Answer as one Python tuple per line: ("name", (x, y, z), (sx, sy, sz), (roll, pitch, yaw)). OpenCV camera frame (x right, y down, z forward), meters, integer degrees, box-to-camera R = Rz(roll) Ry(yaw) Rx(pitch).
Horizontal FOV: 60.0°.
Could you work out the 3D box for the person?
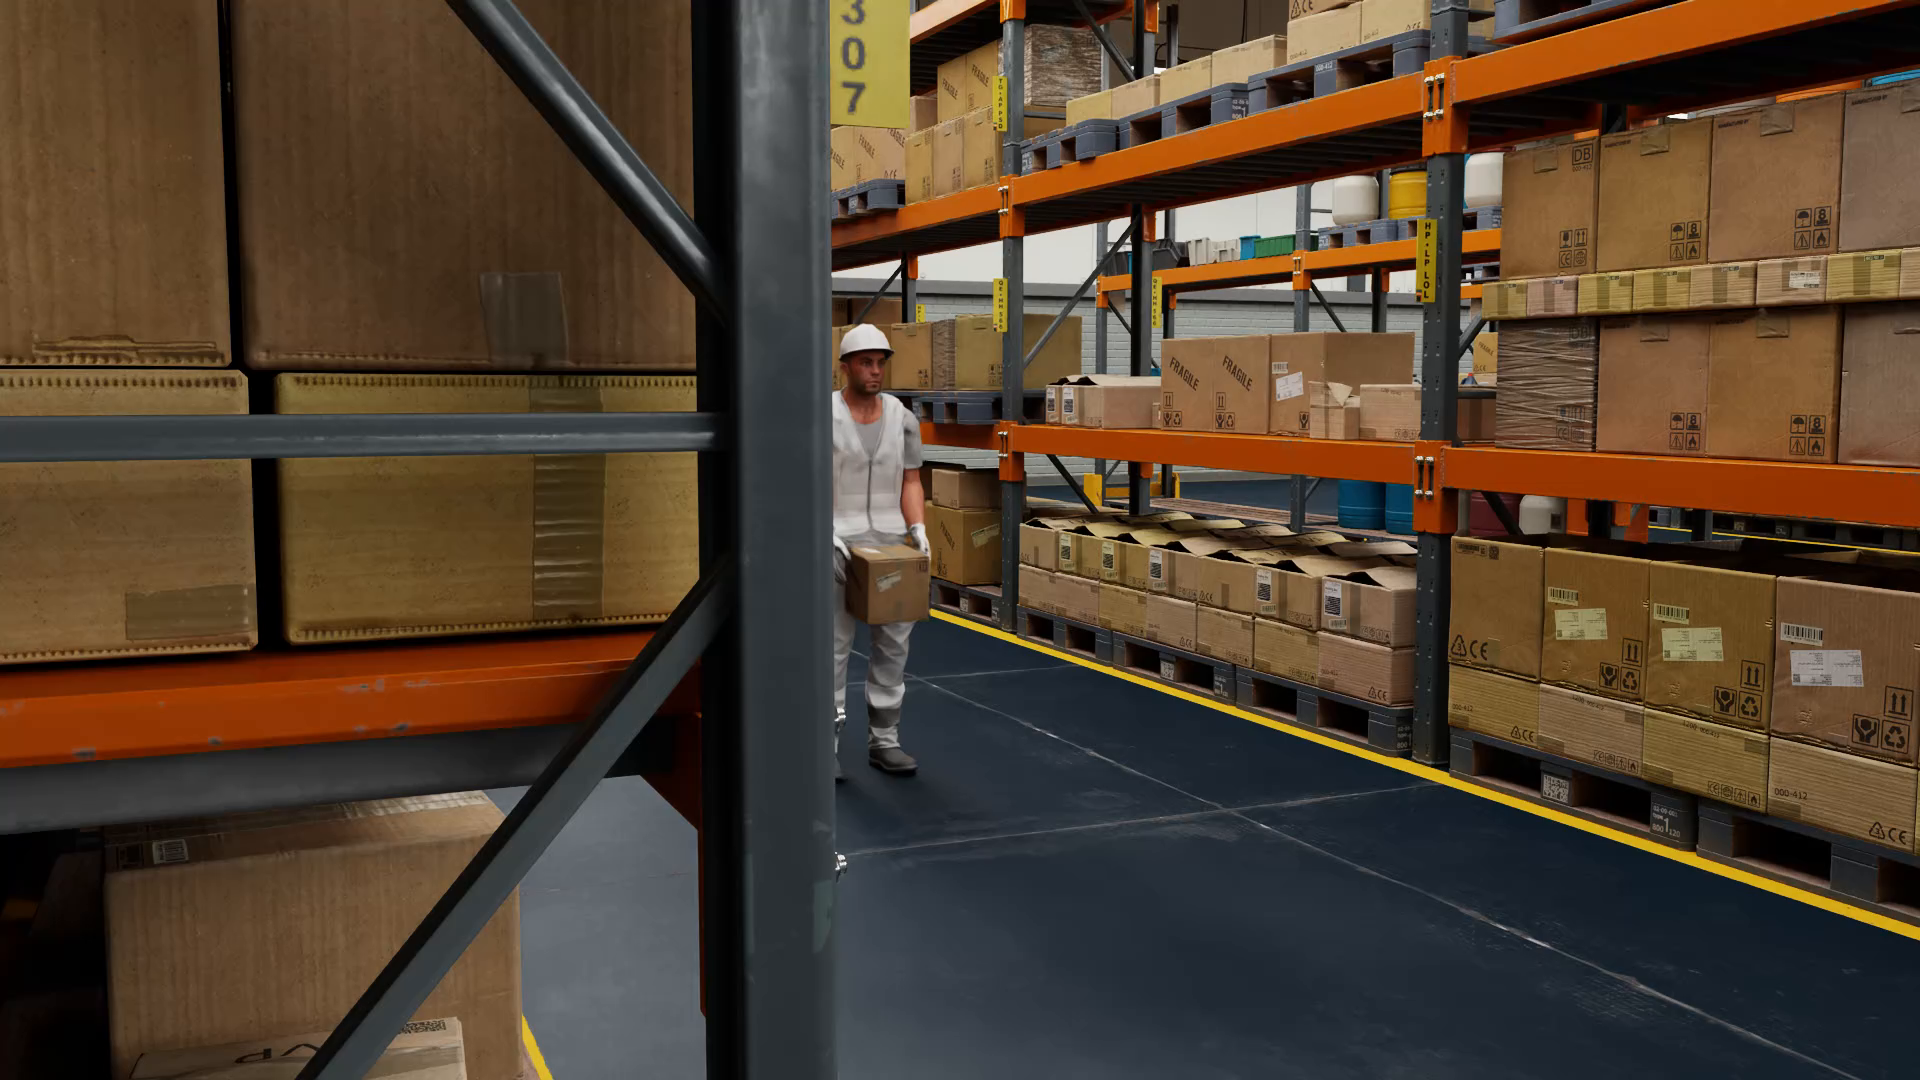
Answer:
("person", (-0.377, 0.041, 6.616), (0.537, 1.791, 0.449), (-2, 6, -25))
